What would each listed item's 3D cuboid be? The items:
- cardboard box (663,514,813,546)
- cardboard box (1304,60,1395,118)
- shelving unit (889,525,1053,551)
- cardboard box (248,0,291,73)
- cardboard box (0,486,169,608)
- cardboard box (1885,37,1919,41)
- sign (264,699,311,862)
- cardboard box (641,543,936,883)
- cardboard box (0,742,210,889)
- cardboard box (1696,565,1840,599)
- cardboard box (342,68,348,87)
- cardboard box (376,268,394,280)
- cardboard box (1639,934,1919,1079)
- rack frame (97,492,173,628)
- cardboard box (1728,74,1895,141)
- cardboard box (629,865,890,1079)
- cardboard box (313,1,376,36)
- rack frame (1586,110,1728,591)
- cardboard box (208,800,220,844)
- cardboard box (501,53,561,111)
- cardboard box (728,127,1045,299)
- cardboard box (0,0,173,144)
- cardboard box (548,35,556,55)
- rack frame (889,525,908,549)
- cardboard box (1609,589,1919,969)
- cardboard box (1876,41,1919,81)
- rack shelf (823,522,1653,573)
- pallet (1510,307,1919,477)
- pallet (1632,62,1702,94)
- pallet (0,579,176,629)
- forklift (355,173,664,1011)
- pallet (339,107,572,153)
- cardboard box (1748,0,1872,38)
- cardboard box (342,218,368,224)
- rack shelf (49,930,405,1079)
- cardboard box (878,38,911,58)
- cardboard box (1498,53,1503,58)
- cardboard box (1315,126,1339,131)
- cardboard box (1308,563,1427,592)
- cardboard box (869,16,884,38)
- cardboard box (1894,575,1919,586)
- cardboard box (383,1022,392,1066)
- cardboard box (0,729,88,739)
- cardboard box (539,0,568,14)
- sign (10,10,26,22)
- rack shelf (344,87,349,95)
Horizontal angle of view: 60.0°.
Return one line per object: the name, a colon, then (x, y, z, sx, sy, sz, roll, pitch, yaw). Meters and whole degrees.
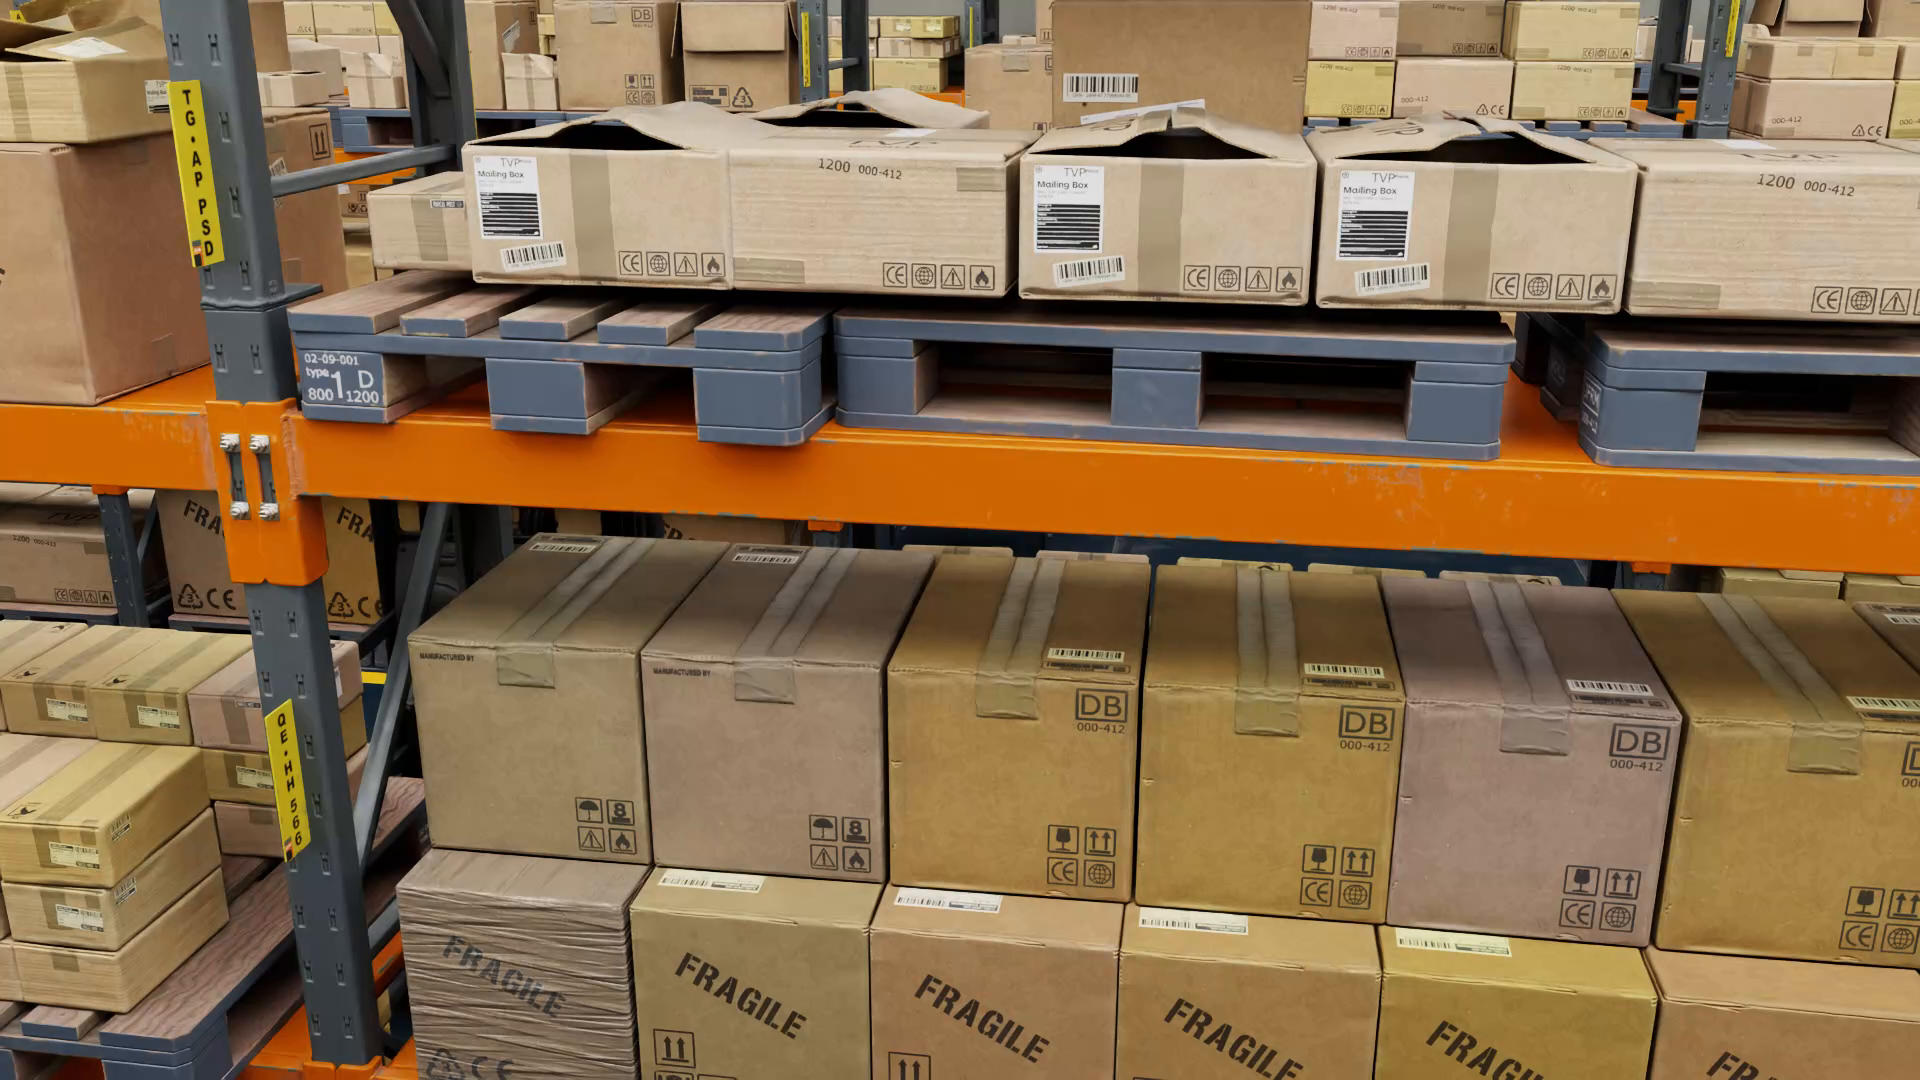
cardboard box: (-1.280, 0.025, 9.187, 0.875, 0.875, 0.875, 3, 19, 8)
cardboard box: (1.737, -2.109, 7.725, 0.500, 0.250, 0.500, 3, 19, 9)
shelving unit: (0.084, -0.707, 11.052, 1.048, 1.500, 0.538, 3, 19, 9)
cardboard box: (-3.736, -2.458, 8.374, 0.500, 0.500, 0.500, 3, 19, 8)
cardboard box: (-5.163, 0.027, 9.871, 0.875, 0.438, 0.875, 3, 19, 8)
cardboard box: (4.474, -2.253, 7.721, 0.250, 0.149, 0.380, 3, 19, 10)
sign: (-1.373, 0.492, 3.404, 0.005, 0.325, 0.100, 3, 19, 9)
cardboard box: (-0.355, 0.363, 3.759, 0.500, 0.500, 0.700, 3, 19, 8)
cardboard box: (-1.853, 0.590, 3.608, 0.250, 0.149, 0.380, 2, 19, 6)
cardboard box: (3.878, 0.342, 8.042, 0.500, 0.500, 0.500, 4, 19, 11)
cardboard box: (-4.925, -3.751, 13.455, 0.250, 0.149, 0.380, 3, 19, 8)
cardboard box: (-2.659, -1.266, 8.626, 0.500, 0.500, 0.500, 3, 19, 8)
cardboard box: (1.596, 1.019, 3.371, 0.500, 0.500, 0.500, 3, 19, 8)
rack frame: (-4.560, -0.924, 9.336, 0.127, 3.000, 1.000, 3, 19, 9)
cardboard box: (3.729, -1.906, 7.311, 0.500, 0.250, 0.500, 3, 19, 7)
cardboard box: (-0.394, 0.918, 3.675, 0.500, 0.500, 0.500, 3, 19, 8)
cardboard box: (-4.816, -4.181, 13.325, 0.500, 0.250, 0.500, 3, 19, 8)
rack frame: (3.338, -0.521, 8.133, 0.127, 3.000, 1.000, 3, 19, 9)
cardboard box: (-1.971, 0.654, 4.355, 0.250, 0.149, 0.380, 4, 19, 11)
cardboard box: (-2.026, -2.240, 8.093, 0.258, 0.266, 0.396, 2, 19, 7)
cardboard box: (-0.122, -0.634, 3.160, 0.500, 0.250, 0.500, 3, 19, 10)
cardboard box: (-1.737, -0.938, 3.289, 0.258, 0.266, 0.396, 3, 19, 9)
cardboard box: (-3.029, -3.883, 13.031, 0.250, 0.149, 0.380, 3, 19, 9)
rack frame: (-0.418, -0.733, 11.129, 0.032, 1.500, 0.500, 3, 19, 9)
cardboard box: (1.654, 0.465, 3.453, 0.500, 0.500, 0.700, 3, 19, 8)
cardboard box: (4.118, -2.064, 7.157, 0.250, 0.149, 0.380, 2, 19, 7)
rack shelf: (1.364, -0.281, 8.548, 4.000, 0.370, 1.077, 3, 19, 9)
pallet: (1.740, -0.328, 3.129, 1.217, 0.209, 0.805, 2, 19, 6)
pallet: (4.968, -3.422, 12.215, 1.213, 0.211, 1.003, 3, 19, 9)
pallet: (-5.299, 0.336, 9.967, 1.213, 0.211, 1.003, 3, 19, 9)
forklift: (-1.672, 0.223, 6.018, 1.130, 2.935, 3.031, 2, 19, 5)
pallet: (-2.360, -2.126, 8.501, 1.213, 0.211, 1.003, 4, 19, 11)
cardboard box: (6.029, -3.663, 11.815, 0.637, 0.503, 0.797, 4, 19, 10)
cardboard box: (-5.306, -2.548, 13.958, 0.500, 0.250, 0.500, 3, 19, 8)
rack shelf: (-3.271, 1.074, 4.500, 4.000, 0.370, 1.077, 3, 19, 9)
cardboard box: (-0.469, -3.780, 12.753, 0.250, 0.149, 0.380, 2, 19, 7)
cardboard box: (2.825, -2.227, 8.078, 0.500, 0.250, 0.500, 2, 19, 7)
cardboard box: (0.839, -0.731, 3.426, 0.258, 0.266, 0.396, 3, 19, 9)
cardboard box: (2.110, 0.465, 8.665, 0.625, 0.372, 0.950, 4, 19, 12)
cardboard box: (-0.727, -3.928, 12.726, 0.250, 0.149, 0.380, 2, 19, 7)
cardboard box: (4.500, 0.085, 7.789, 0.250, 0.149, 0.380, 4, 19, 11)
cardboard box: (-1.954, 1.704, 4.760, 0.500, 0.500, 0.500, 2, 19, 6)
cardboard box: (-2.274, 0.500, 4.347, 0.250, 0.149, 0.380, 2, 19, 7)
cardboard box: (-3.198, -4.370, 13.362, 0.258, 0.266, 0.396, 3, 19, 9)
sign: (-4.647, -2.455, 8.246, 0.005, 0.325, 0.100, 3, 19, 9)
rack shelf: (-5.752, -3.661, 13.924, 4.000, 0.370, 1.077, 3, 19, 9)
